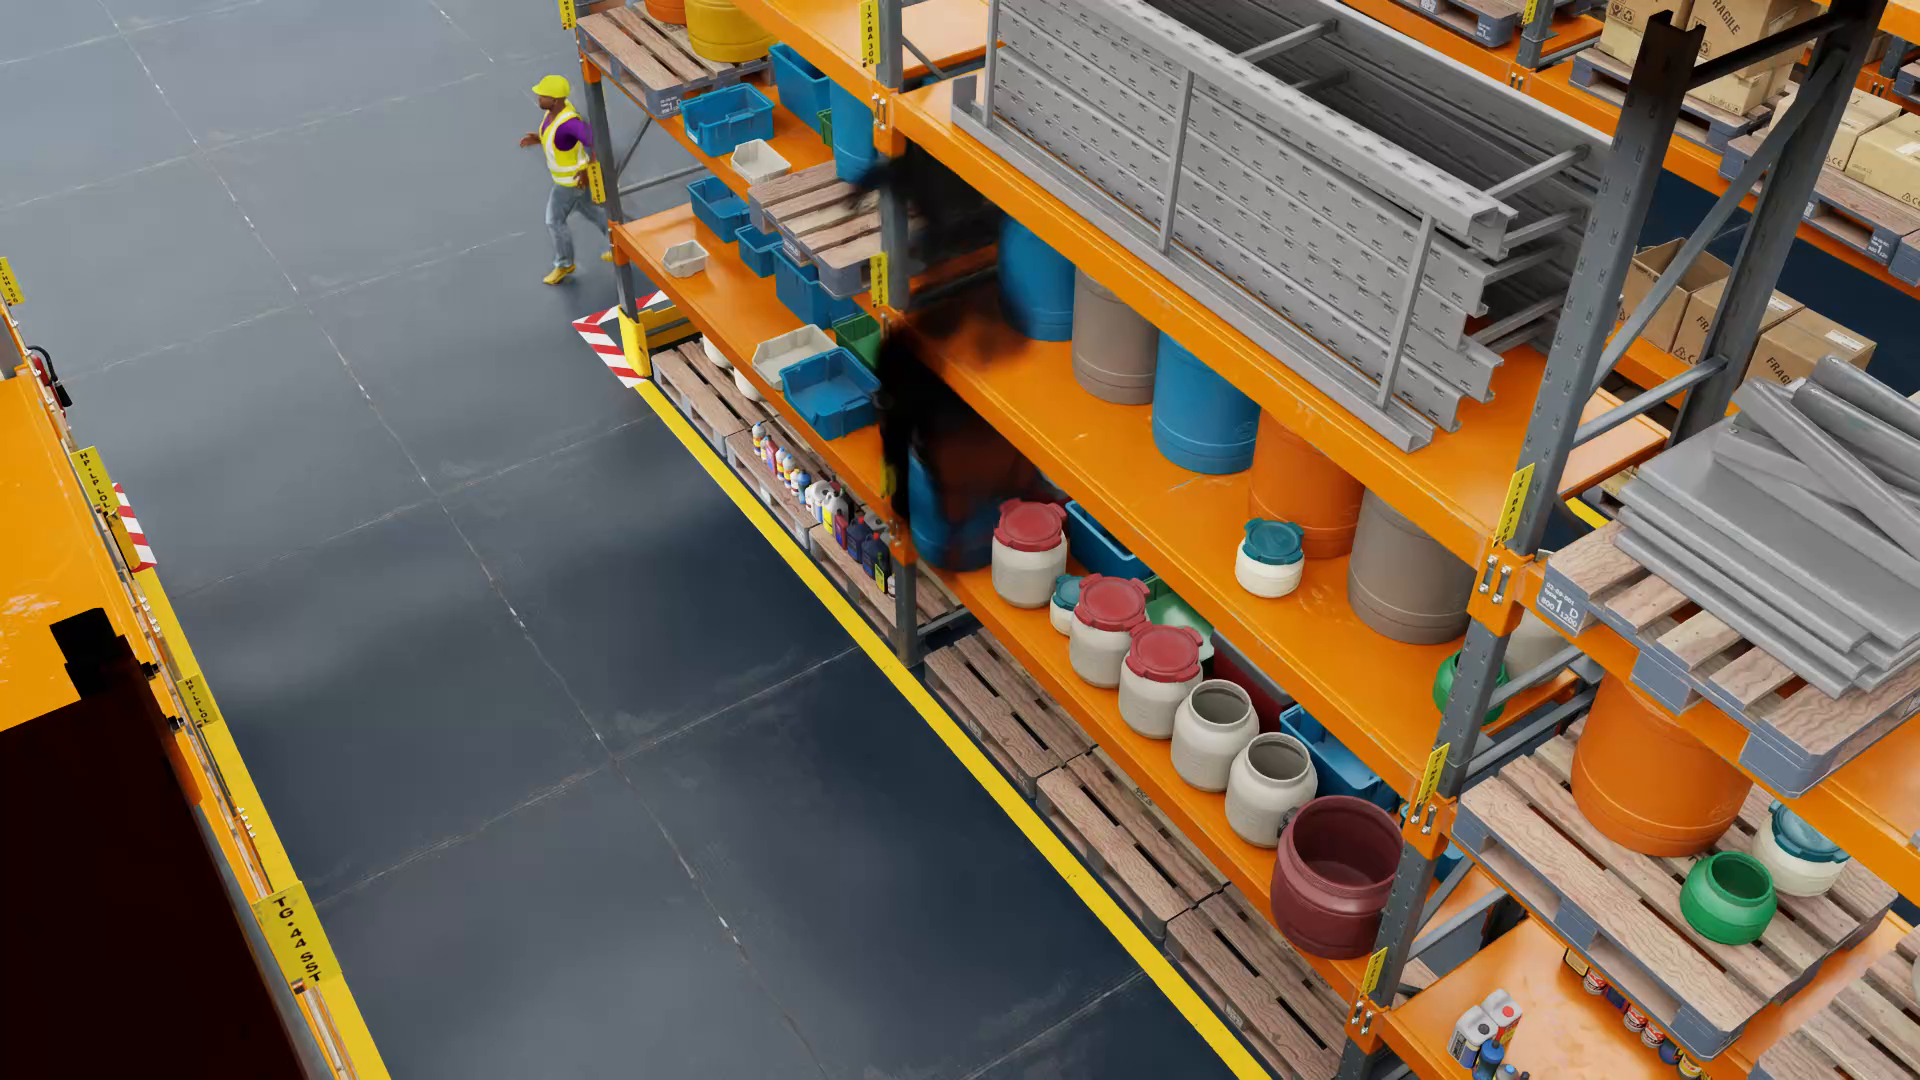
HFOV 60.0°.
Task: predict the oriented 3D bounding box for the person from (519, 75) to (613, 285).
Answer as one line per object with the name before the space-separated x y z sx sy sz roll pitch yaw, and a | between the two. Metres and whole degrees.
person | -3.172 -2.989 13.696 0.807 1.816 0.679 -7 43 -8
